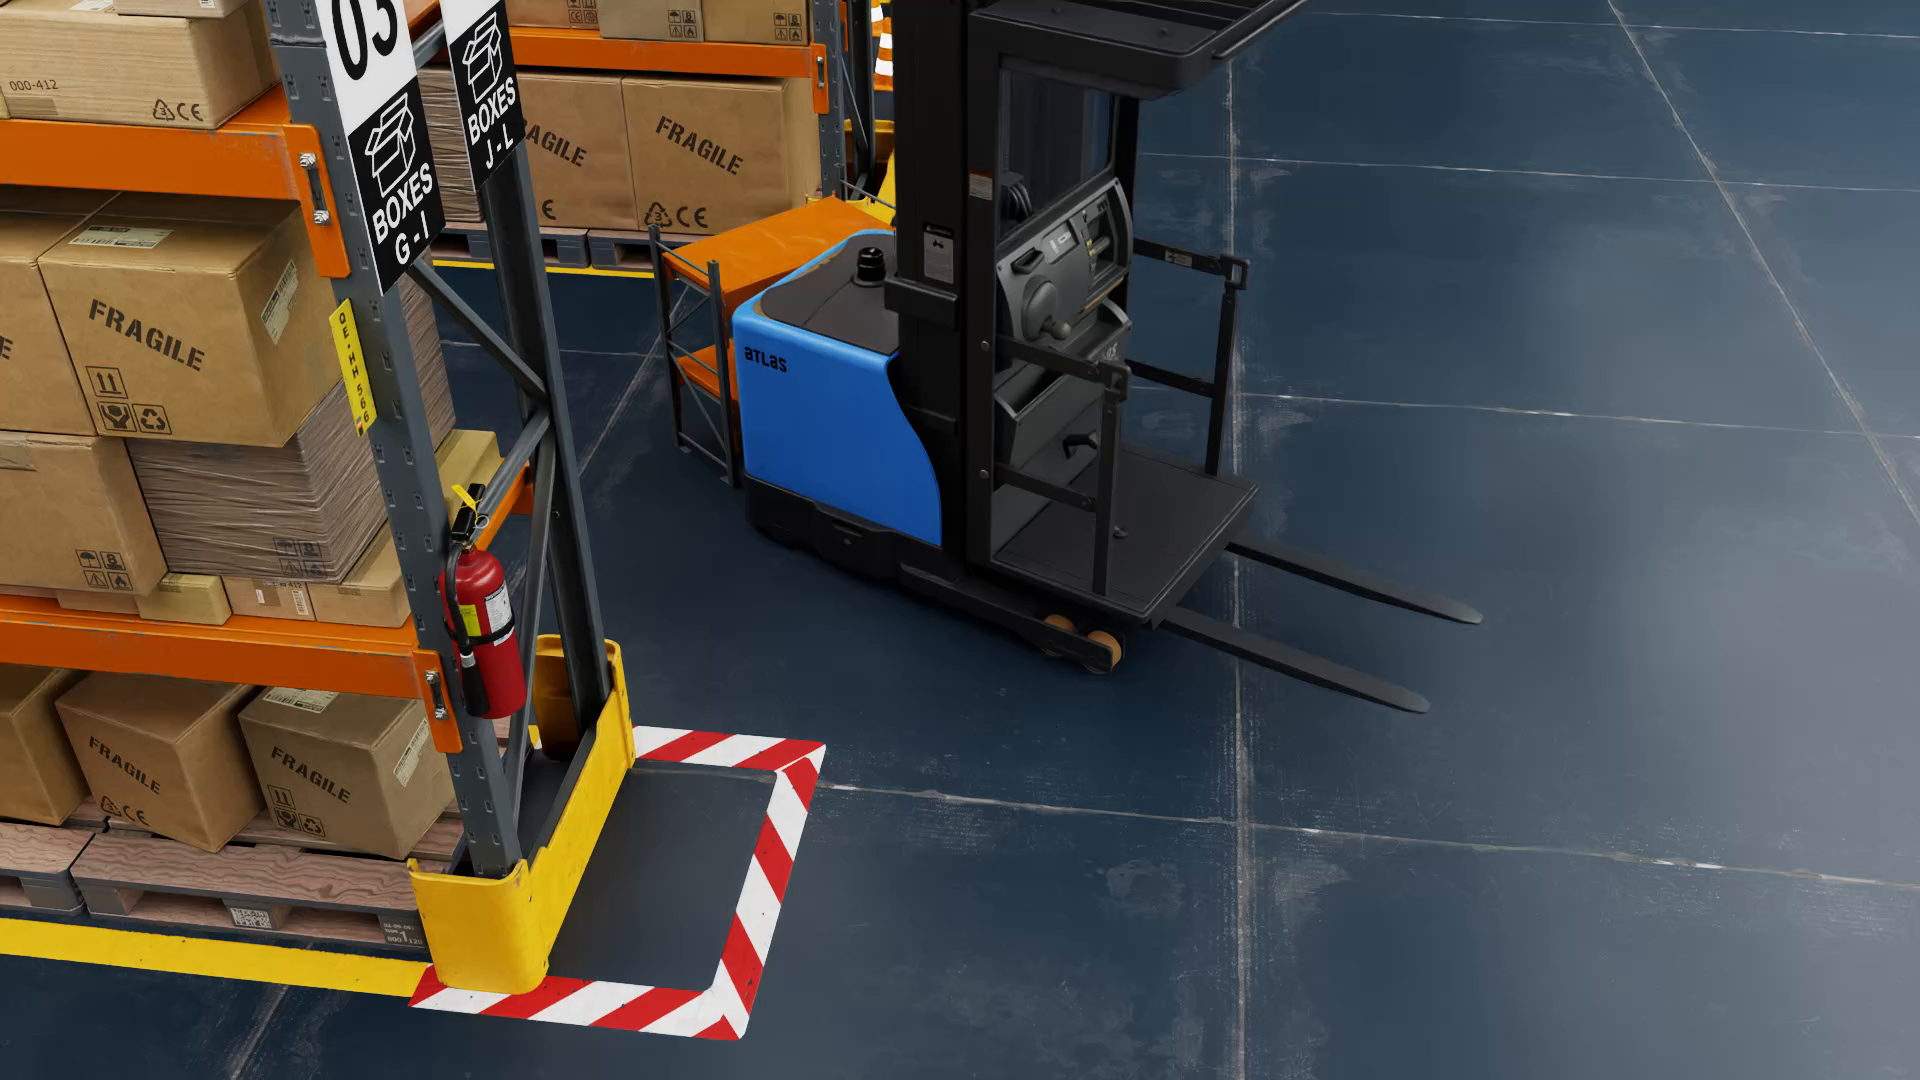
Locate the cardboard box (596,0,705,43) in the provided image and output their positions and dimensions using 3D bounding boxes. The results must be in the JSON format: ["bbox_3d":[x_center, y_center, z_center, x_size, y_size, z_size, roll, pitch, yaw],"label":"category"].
[{"bbox_3d":[-1.547,-3.068,8.837,0.550,0.550,0.875,4,36,6],"label":"cardboard box"}]

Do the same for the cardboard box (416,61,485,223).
[{"bbox_3d":[-3.083,-2.428,9.537,0.875,0.875,0.875,5,36,6],"label":"cardboard box"}]

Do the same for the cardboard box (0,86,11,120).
[{"bbox_3d":[-2.363,-1.211,3.912,0.500,0.250,0.500,4,36,6],"label":"cardboard box"}]

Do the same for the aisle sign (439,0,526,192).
[{"bbox_3d":[-1.258,-1.353,4.326,0.004,0.787,0.394,4,36,6],"label":"aisle sign"}]

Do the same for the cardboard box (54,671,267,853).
[{"bbox_3d":[-2.572,0.639,5.562,0.500,0.500,0.500,14,38,18],"label":"cardboard box"}]

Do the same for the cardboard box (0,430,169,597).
[{"bbox_3d":[-2.410,-0.313,4.764,0.500,0.500,0.875,4,36,6],"label":"cardboard box"}]

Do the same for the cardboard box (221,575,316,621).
[{"bbox_3d":[-1.914,0.054,4.808,0.250,0.149,0.380,4,36,6],"label":"cardboard box"}]

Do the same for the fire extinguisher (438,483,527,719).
[{"bbox_3d":[-1.302,0.179,4.484,0.183,0.674,0.296,4,36,6],"label":"fire extinguisher"}]

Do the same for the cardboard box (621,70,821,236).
[{"bbox_3d":[-1.306,-2.296,9.352,0.875,0.875,0.875,4,36,6],"label":"cardboard box"}]

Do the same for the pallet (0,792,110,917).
[{"bbox_3d":[-3.440,0.830,5.905,1.213,0.211,1.003,4,36,6],"label":"pallet"}]

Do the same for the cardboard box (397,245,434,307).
[{"bbox_3d":[-1.868,-0.893,4.717,0.500,0.500,0.500,4,36,6],"label":"cardboard box"}]

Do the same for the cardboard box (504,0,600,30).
[{"bbox_3d":[-2.087,-3.182,8.997,0.550,0.550,0.875,4,36,6],"label":"cardboard box"}]

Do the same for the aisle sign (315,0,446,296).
[{"bbox_3d":[-1.334,-1.008,3.842,0.004,0.787,0.394,4,36,6],"label":"aisle sign"}]

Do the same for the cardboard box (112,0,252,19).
[{"bbox_3d":[-1.672,-1.290,3.679,0.250,0.149,0.380,4,36,6],"label":"cardboard box"}]

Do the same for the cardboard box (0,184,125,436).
[{"bbox_3d":[-2.431,-0.628,4.345,0.500,0.500,0.500,4,36,6],"label":"cardboard box"}]

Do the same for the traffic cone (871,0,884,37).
[{"bbox_3d":[-0.686,-4.093,12.586,0.334,0.463,0.336,4,36,6],"label":"traffic cone"}]

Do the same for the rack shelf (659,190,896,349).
[{"bbox_3d":[-0.799,-1.238,7.512,1.000,0.278,0.538,-27,43,-32],"label":"rack shelf"}]

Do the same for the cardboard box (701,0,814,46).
[{"bbox_3d":[-0.999,-3.040,8.798,0.550,0.550,0.875,4,36,6],"label":"cardboard box"}]

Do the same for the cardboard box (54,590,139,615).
[{"bbox_3d":[-2.415,0.038,4.831,0.250,0.149,0.380,4,36,6],"label":"cardboard box"}]

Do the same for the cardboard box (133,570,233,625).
[{"bbox_3d":[-2.169,0.066,4.792,0.250,0.149,0.380,4,36,6],"label":"cardboard box"}]

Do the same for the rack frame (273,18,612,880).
[{"bbox_3d":[-1.357,-0.127,4.846,0.127,3.000,1.000,4,36,6],"label":"rack frame"}]

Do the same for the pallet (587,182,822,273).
[{"bbox_3d":[-1.428,-1.856,9.669,1.213,0.211,1.003,4,36,6],"label":"pallet"}]

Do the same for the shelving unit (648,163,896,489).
[{"bbox_3d":[-0.799,-1.000,7.682,1.048,1.125,0.538,-27,43,-32],"label":"shelving unit"}]

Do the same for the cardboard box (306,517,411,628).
[{"bbox_3d":[-1.666,0.073,4.782,0.250,0.149,0.380,4,36,6],"label":"cardboard box"}]

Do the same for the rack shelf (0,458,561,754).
[{"bbox_3d":[-3.341,0.018,5.262,4.000,0.370,1.077,4,36,6],"label":"rack shelf"}]

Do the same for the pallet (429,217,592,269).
[{"bbox_3d":[-2.635,-1.948,9.798,1.213,0.211,1.003,4,36,6],"label":"pallet"}]

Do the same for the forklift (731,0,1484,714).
[{"bbox_3d":[0.577,-1.023,6.160,3.031,2.935,1.130,20,40,26],"label":"forklift"}]

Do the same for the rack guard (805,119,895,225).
[{"bbox_3d":[-0.601,-1.958,9.563,0.348,0.500,1.175,4,36,6],"label":"rack guard"}]

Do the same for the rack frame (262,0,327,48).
[{"bbox_3d":[-1.357,-2.569,3.103,0.127,3.000,1.000,4,36,6],"label":"rack frame"}]

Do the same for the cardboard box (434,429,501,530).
[{"bbox_3d":[-1.609,-0.183,5.141,0.250,0.149,0.380,4,36,6],"label":"cardboard box"}]

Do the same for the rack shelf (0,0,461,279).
[{"bbox_3d":[-3.341,-1.203,4.391,4.000,0.370,1.077,4,36,6],"label":"rack shelf"}]

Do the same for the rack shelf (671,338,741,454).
[{"bbox_3d":[-0.799,-0.801,7.824,1.000,0.278,0.538,-27,43,-32],"label":"rack shelf"}]

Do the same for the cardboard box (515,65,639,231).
[{"bbox_3d":[-2.179,-2.359,9.441,0.875,0.875,0.875,4,36,5],"label":"cardboard box"}]

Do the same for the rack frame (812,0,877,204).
[{"bbox_3d":[-0.625,-2.977,8.840,0.127,3.000,1.000,4,36,6],"label":"rack frame"}]

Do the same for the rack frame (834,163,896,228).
[{"bbox_3d":[-0.416,-1.194,7.954,0.032,1.125,0.500,-27,43,-32],"label":"rack frame"}]

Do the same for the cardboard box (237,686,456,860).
[{"bbox_3d":[-1.974,0.664,5.528,0.500,0.500,0.500,11,37,15],"label":"cardboard box"}]

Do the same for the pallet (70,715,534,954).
[{"bbox_3d":[-2.234,0.922,5.776,1.213,0.211,1.003,4,36,6],"label":"pallet"}]

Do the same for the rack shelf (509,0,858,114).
[{"bbox_3d":[-2.609,-2.832,9.256,4.000,0.370,1.077,4,36,6],"label":"rack shelf"}]

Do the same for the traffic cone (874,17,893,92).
[{"bbox_3d":[-0.490,-3.428,11.655,0.334,0.463,0.336,4,36,6],"label":"traffic cone"}]

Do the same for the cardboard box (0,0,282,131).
[{"bbox_3d":[-1.868,-1.176,3.863,0.500,0.250,0.500,5,36,7],"label":"cardboard box"}]

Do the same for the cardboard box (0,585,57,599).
[{"bbox_3d":[-2.657,-0.004,4.890,0.250,0.149,0.380,4,36,6],"label":"cardboard box"}]

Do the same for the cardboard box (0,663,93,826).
[{"bbox_3d":[-3.190,0.582,5.643,0.500,0.500,0.500,7,36,10],"label":"cardboard box"}]

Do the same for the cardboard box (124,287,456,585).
[{"bbox_3d":[-1.899,-0.345,4.809,0.500,0.500,0.875,4,36,6],"label":"cardboard box"}]

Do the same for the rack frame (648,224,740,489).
[{"bbox_3d":[-1.182,-0.806,7.411,0.032,1.125,0.500,-27,43,-32],"label":"rack frame"}]

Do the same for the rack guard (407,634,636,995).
[{"bbox_3d":[-1.433,0.885,5.580,0.348,0.500,1.175,4,36,6],"label":"rack guard"}]

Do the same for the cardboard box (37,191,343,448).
[{"bbox_3d":[-1.934,-0.594,4.297,0.500,0.500,0.500,4,36,6],"label":"cardboard box"}]

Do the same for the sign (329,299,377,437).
[{"bbox_3d":[-1.448,-0.409,3.972,0.005,0.325,0.100,4,36,6],"label":"sign"}]
